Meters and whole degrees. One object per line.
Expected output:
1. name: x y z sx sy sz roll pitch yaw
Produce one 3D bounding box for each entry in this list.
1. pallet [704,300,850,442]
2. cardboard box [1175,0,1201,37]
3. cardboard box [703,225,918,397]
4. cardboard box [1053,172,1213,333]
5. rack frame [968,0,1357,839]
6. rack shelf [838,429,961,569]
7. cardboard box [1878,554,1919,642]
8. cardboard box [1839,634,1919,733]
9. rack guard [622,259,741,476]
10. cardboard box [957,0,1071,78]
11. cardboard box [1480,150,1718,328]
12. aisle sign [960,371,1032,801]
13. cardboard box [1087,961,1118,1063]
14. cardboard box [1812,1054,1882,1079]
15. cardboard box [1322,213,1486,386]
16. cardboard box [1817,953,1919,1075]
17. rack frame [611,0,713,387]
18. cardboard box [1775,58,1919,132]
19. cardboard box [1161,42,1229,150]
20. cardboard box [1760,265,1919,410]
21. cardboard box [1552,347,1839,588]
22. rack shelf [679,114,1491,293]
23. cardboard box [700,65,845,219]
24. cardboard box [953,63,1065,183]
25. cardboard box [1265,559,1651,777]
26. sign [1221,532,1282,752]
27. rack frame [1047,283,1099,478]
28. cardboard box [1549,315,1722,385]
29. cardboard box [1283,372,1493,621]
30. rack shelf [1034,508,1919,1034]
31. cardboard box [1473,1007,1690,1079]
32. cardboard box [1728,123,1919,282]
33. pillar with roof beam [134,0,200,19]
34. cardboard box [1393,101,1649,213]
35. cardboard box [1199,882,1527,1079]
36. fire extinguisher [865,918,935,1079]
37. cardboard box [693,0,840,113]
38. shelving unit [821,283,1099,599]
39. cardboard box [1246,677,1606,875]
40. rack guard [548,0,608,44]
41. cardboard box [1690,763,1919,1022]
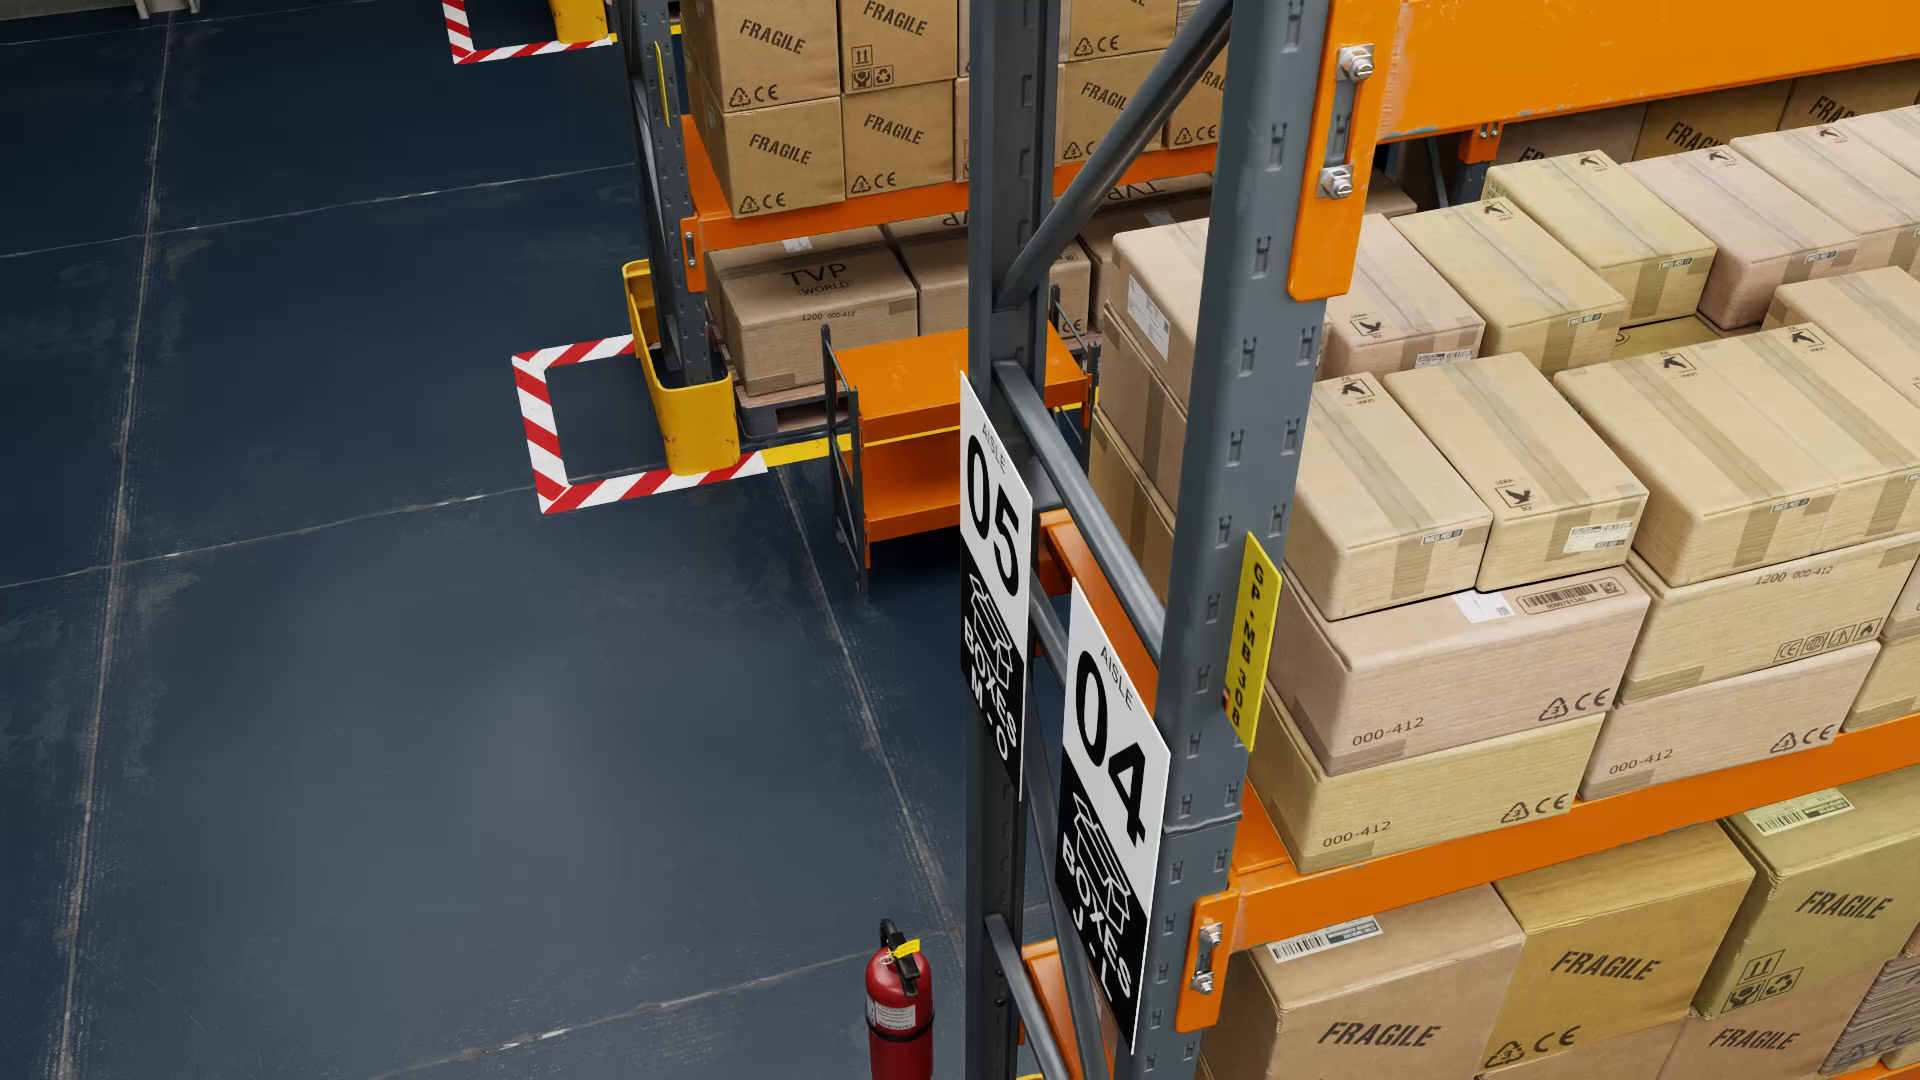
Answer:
1. pallet: -0.622 -0.986 8.568 1.213 0.211 1.003 -12 42 -13
2. cardboard box: 1.118 -2.566 7.420 0.500 0.500 0.500 -11 42 -12
3. cardboard box: -0.762 -1.216 8.339 0.875 0.438 0.875 -13 43 -15
4. cardboard box: 0.969 -1.579 8.755 0.875 0.438 0.875 -13 43 -14
5. rack frame: 0.222 -1.002 1.907 0.127 3.000 1.000 -12 42 -13
6. rack shelf: -0.006 -0.238 7.389 1.000 0.278 0.538 -12 42 -13
7. cardboard box: 1.702 -0.124 2.916 0.500 0.250 0.500 -11 42 -13
8. cardboard box: 1.718 0.045 3.103 0.500 0.250 0.500 -13 43 -14
9. rack guard: -1.384 -0.883 8.230 0.348 0.500 1.175 -12 42 -13
10. cardboard box: 0.161 -2.373 7.199 0.500 0.500 0.500 -12 43 -13
11. cardboard box: 1.179 -0.563 3.115 0.250 0.149 0.380 -11 42 -12
12. aisle sign: 0.062 0.104 3.224 0.004 0.787 0.394 -12 42 -13
13. cardboard box: 0.448 1.110 4.240 0.250 0.149 0.380 -12 42 -13
14. cardboard box: 2.102 1.153 4.191 0.250 0.149 0.380 -10 42 -12
15. cardboard box: 0.709 -0.405 2.935 0.250 0.149 0.380 -11 42 -12
16. cardboard box: 2.191 0.877 4.014 0.500 0.500 0.500 -13 43 -14
17. rack frame: -1.362 -1.829 7.413 0.127 3.000 1.000 -12 42 -13
18. cardboard box: 4.733 -2.510 9.489 0.875 0.875 0.875 -11 42 -13
19. cardboard box: 1.124 -2.192 7.752 0.500 0.500 0.500 -12 43 -14
20. cardboard box: 1.575 -0.287 2.800 0.250 0.149 0.380 -11 42 -12
21. cardboard box: 1.128 -0.122 2.611 0.250 0.149 0.380 -12 43 -13
22. rack shelf: 0.546 -1.954 8.103 4.000 0.370 1.077 -12 42 -13
23. cardboard box: -0.817 -1.782 7.283 0.500 0.500 0.500 -12 43 -13
24. cardboard box: 0.147 -1.988 7.519 0.500 0.500 0.500 -12 43 -13
25. cardboard box: 0.728 0.070 2.694 0.500 0.250 0.500 -11 42 -12
26. sign: 0.385 0.139 2.216 0.005 0.325 0.100 -12 42 -13
27. rack frame: 0.478 -0.523 7.343 0.032 1.125 0.500 -12 42 -13
28. cardboard box: 1.072 -0.357 3.182 0.500 0.250 0.500 -13 43 -14
29. cardboard box: 0.599 -0.075 2.557 0.250 0.149 0.380 -12 43 -13
30. rack shelf: 2.129 0.003 3.583 4.000 0.370 1.077 -12 42 -13
31. cardboard box: 1.236 1.070 3.792 0.500 0.500 0.500 -12 42 -13
32. cardboard box: 1.682 -0.638 3.201 0.250 0.149 0.380 -11 42 -12
33. pillar with roof beam: -4.405 -4.534 5.949 0.400 9.000 9.100 -12 42 -13
34. cardboard box: 3.021 -2.150 9.077 0.875 0.875 0.875 -10 42 -12
35. cardboard box: 0.730 0.809 3.332 0.500 0.500 0.500 -12 43 -13
36. fire extinguisher: -0.157 1.187 4.303 0.183 0.674 0.296 -12 42 -13
37. cardboard box: -0.818 -2.160 6.956 0.500 0.500 0.500 -13 43 -14
38. shelving unit: -0.006 -0.422 7.228 1.048 1.125 0.538 -12 42 -13
39. cardboard box: 0.727 0.256 2.861 0.500 0.250 0.500 -10 42 -12
40. rack guard: -2.784 -4.017 11.818 0.348 0.500 1.175 -12 42 -13
41. cardboard box: 1.712 0.616 3.552 0.500 0.500 0.500 -13 43 -14
